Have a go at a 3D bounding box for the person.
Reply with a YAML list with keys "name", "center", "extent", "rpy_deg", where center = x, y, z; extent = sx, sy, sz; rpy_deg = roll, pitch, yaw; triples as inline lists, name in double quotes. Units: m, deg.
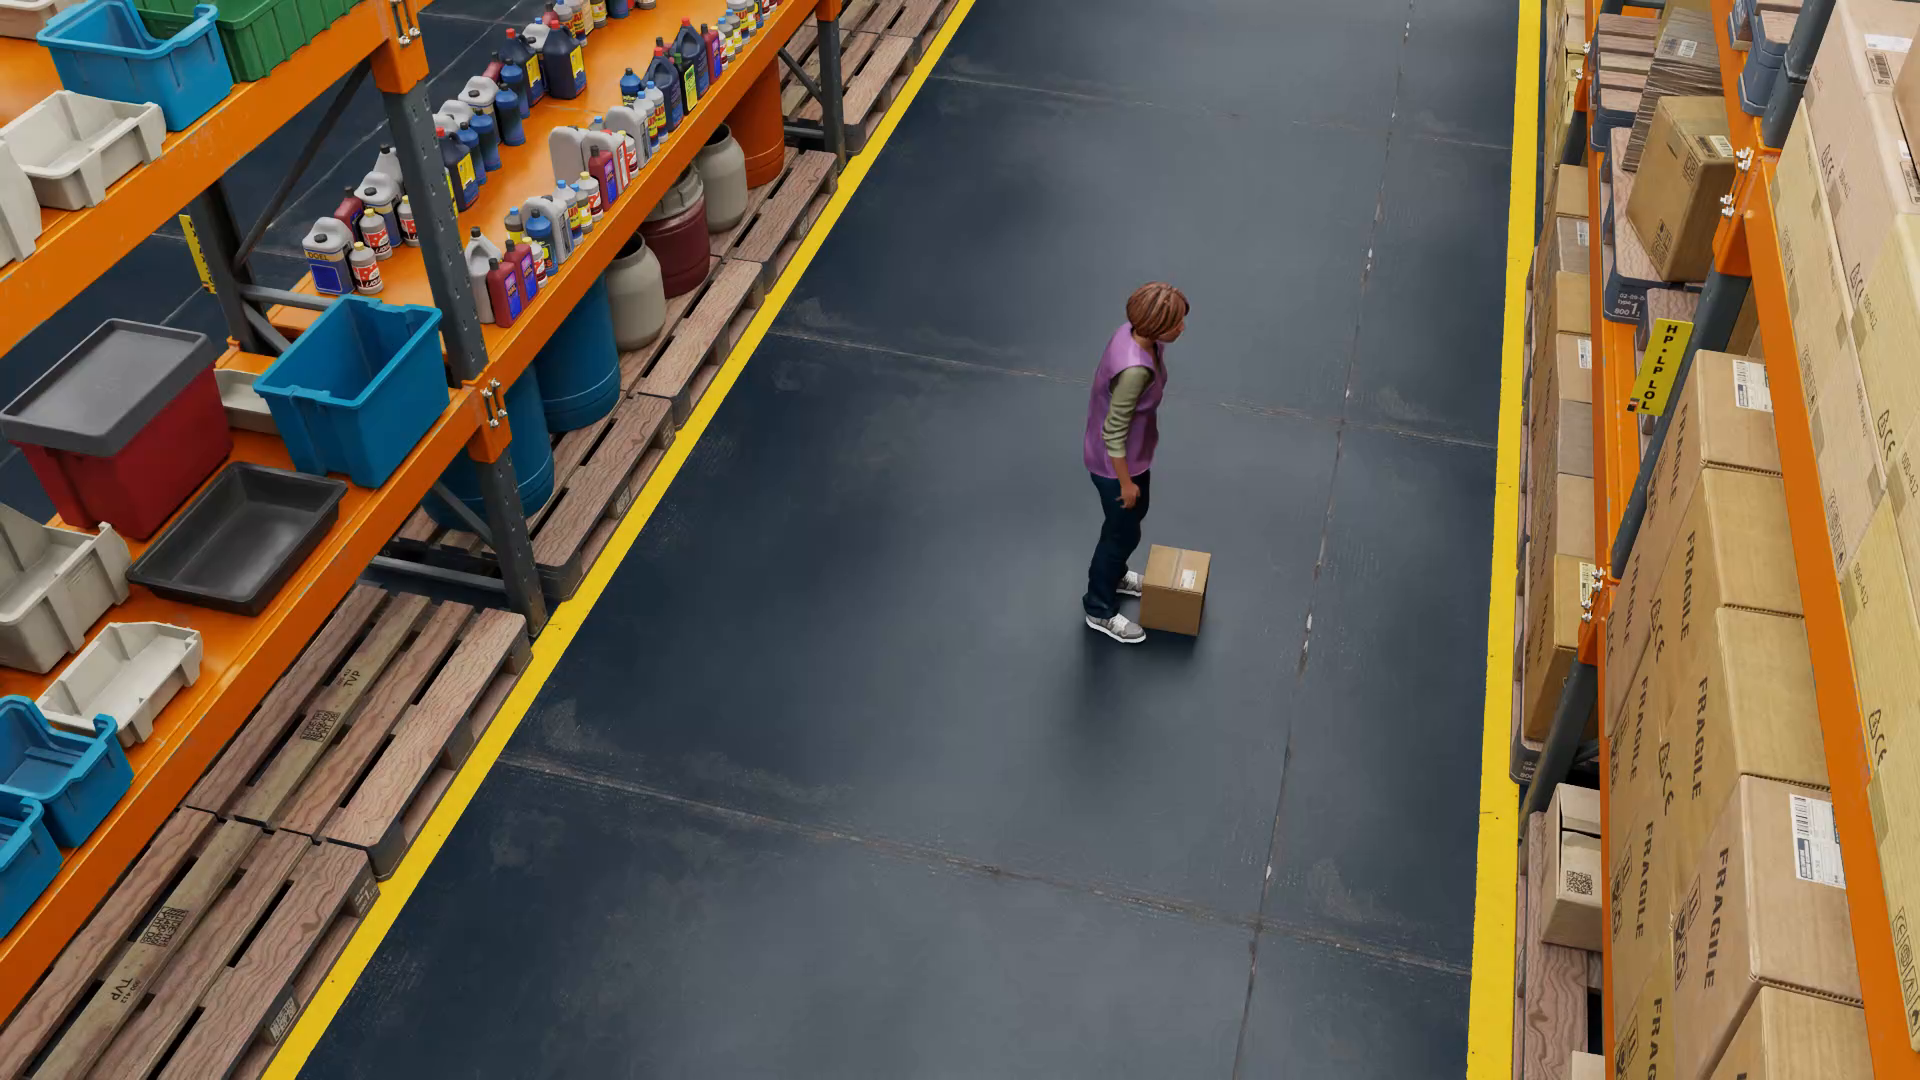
- name: "person"
  center: [0.660, -0.326, 6.534]
  extent: [0.344, 1.593, 0.462]
  rpy_deg: [10, 43, 11]
